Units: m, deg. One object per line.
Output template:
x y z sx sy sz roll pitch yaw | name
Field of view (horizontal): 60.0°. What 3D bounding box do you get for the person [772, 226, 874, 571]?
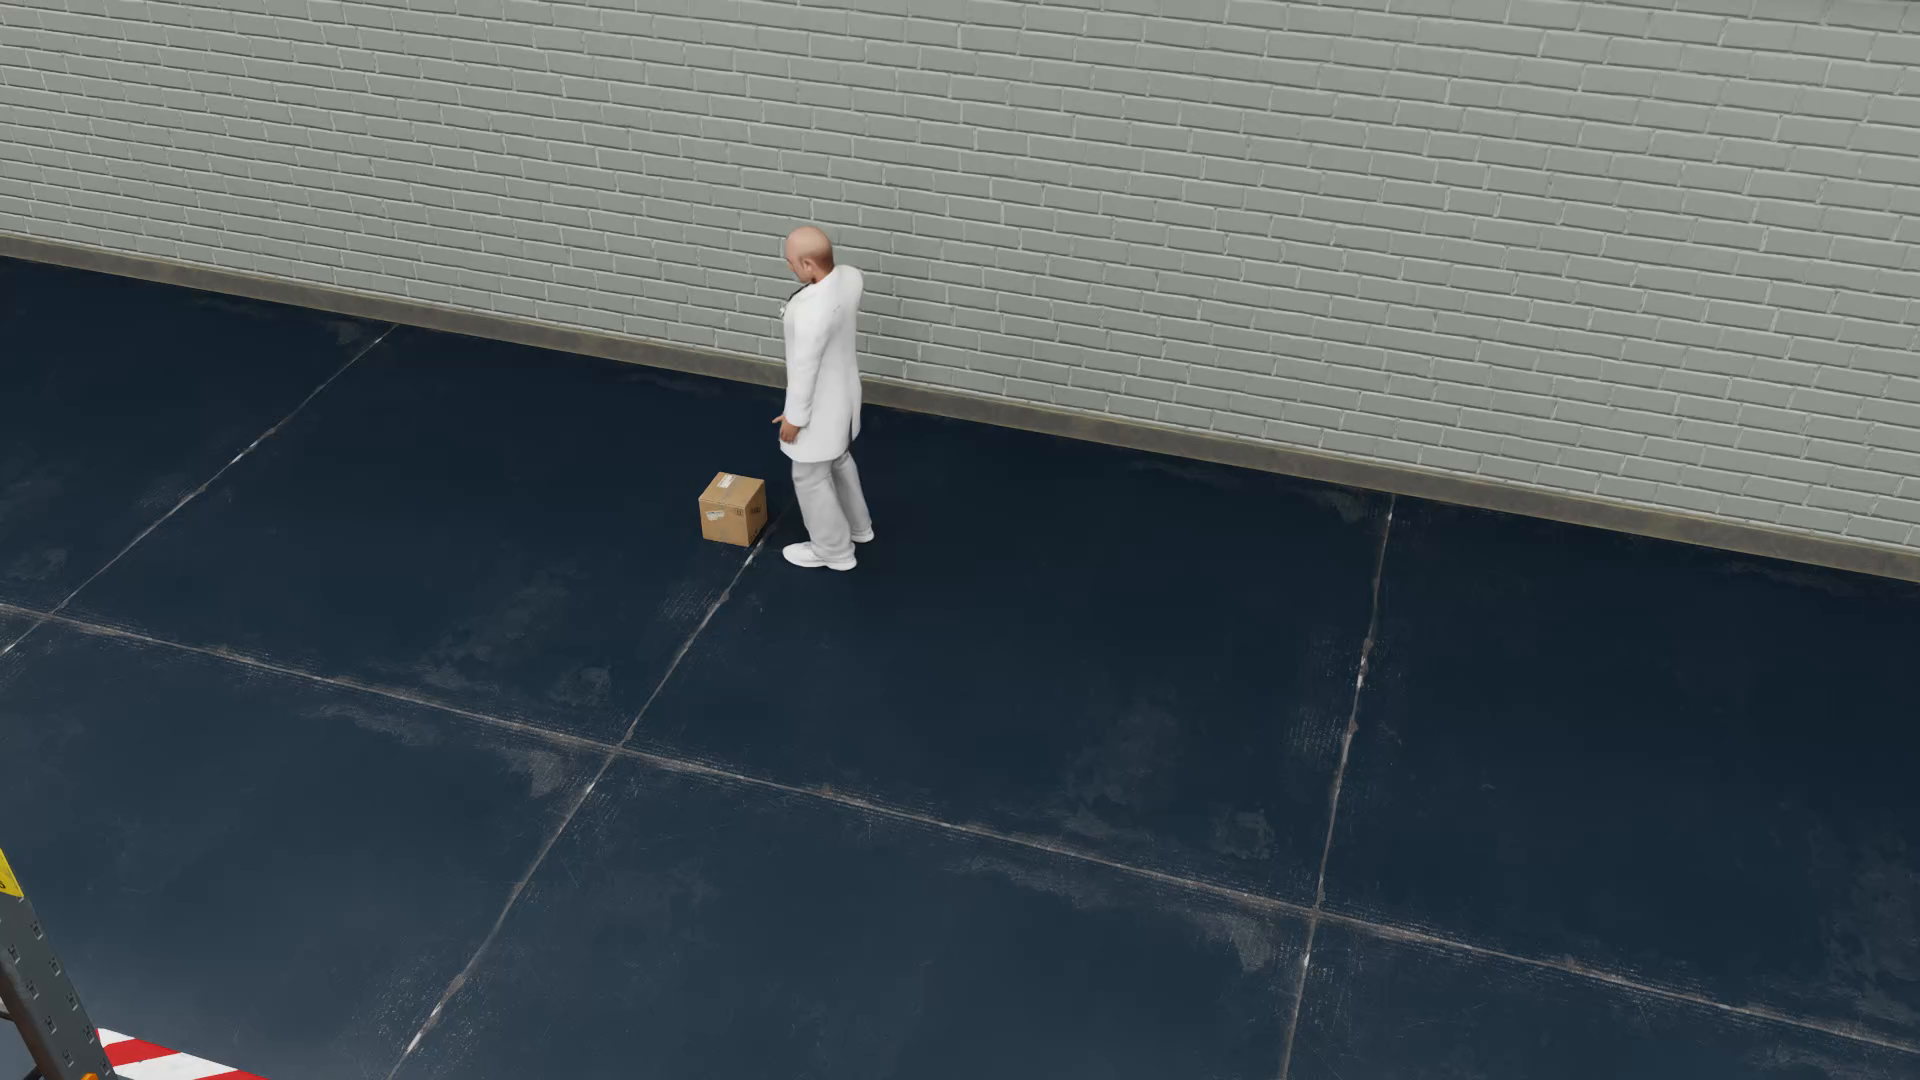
-0.663 -0.655 7.801 0.377 1.770 0.564 11 38 15 | person
